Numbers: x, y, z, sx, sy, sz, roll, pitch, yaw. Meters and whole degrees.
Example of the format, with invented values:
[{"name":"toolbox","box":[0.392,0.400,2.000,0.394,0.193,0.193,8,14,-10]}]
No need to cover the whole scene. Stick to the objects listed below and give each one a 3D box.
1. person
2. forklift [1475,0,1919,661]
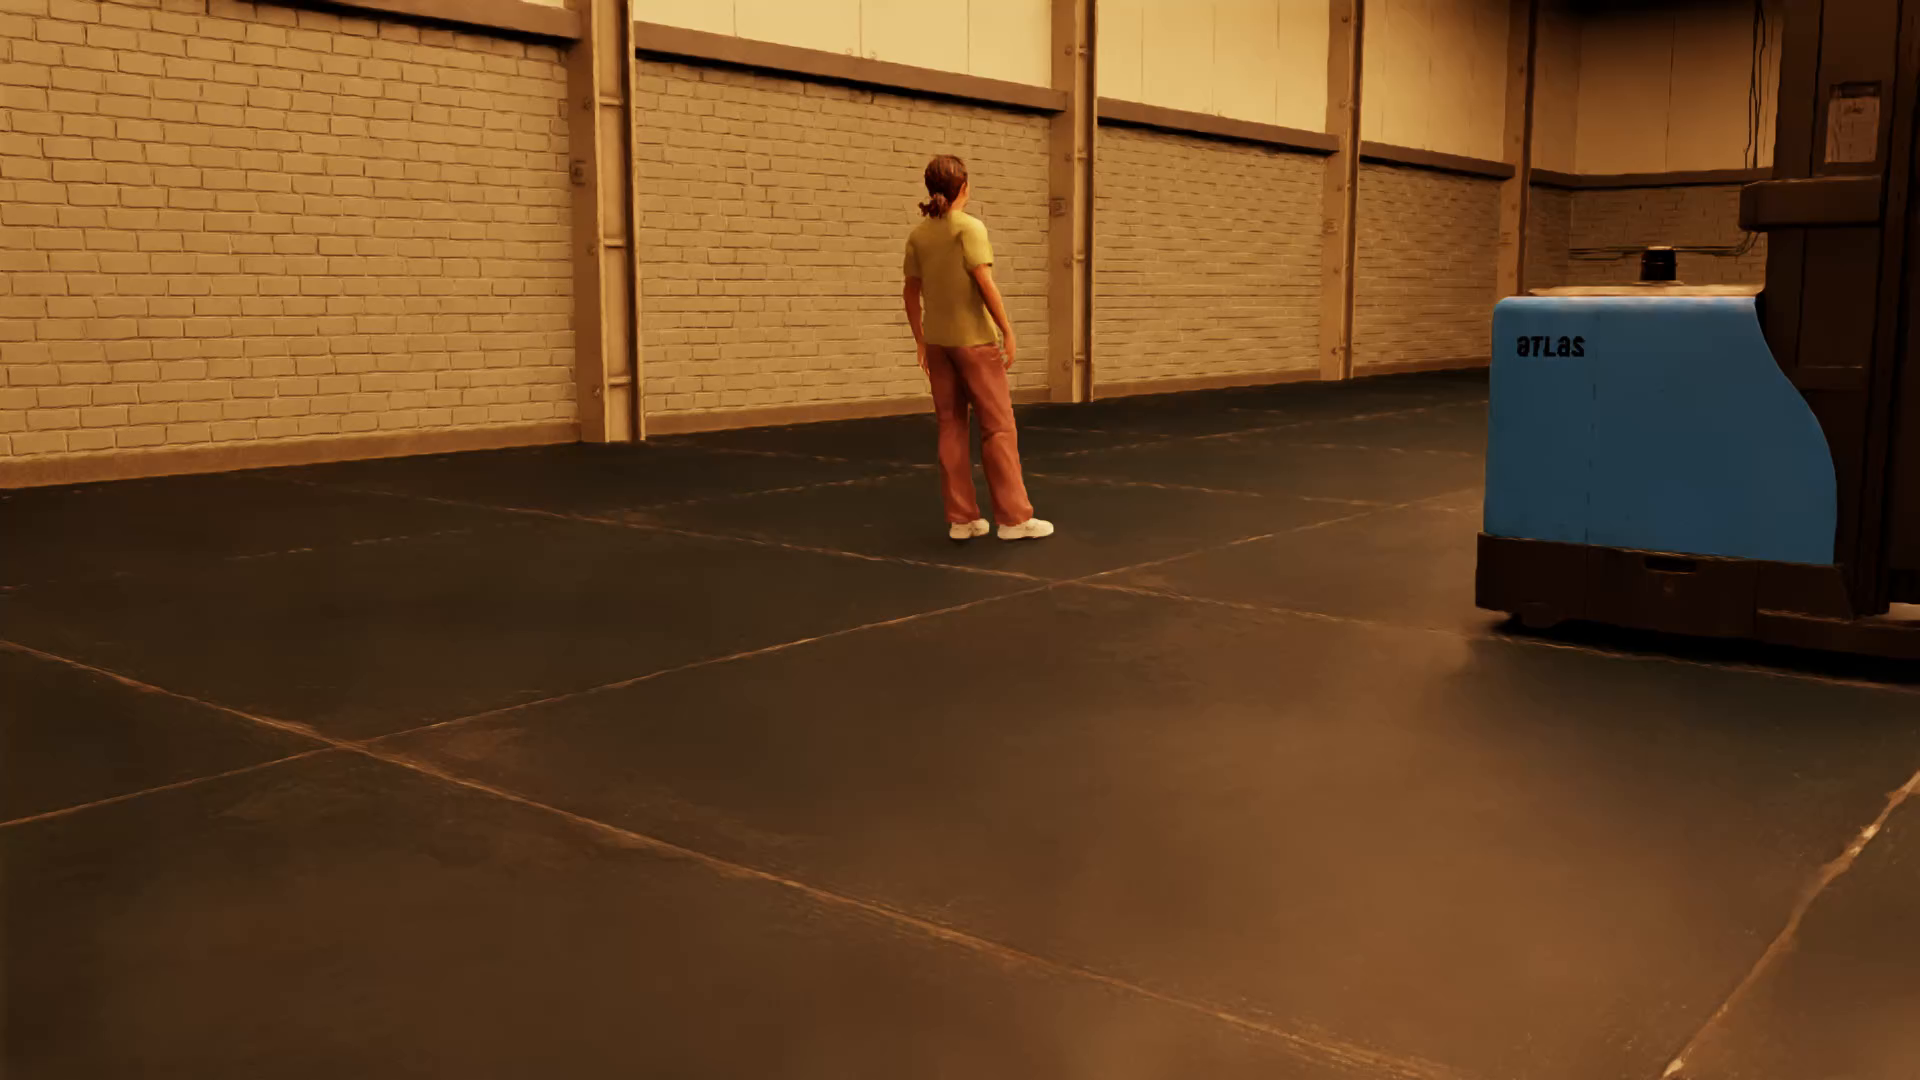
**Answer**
[{"name":"person","box":[0.055,-0.843,7.333,0.554,1.674,0.548,7,11,38]},{"name":"forklift","box":[3.166,-1.087,4.714,3.031,2.935,1.130,6,10,37]}]
